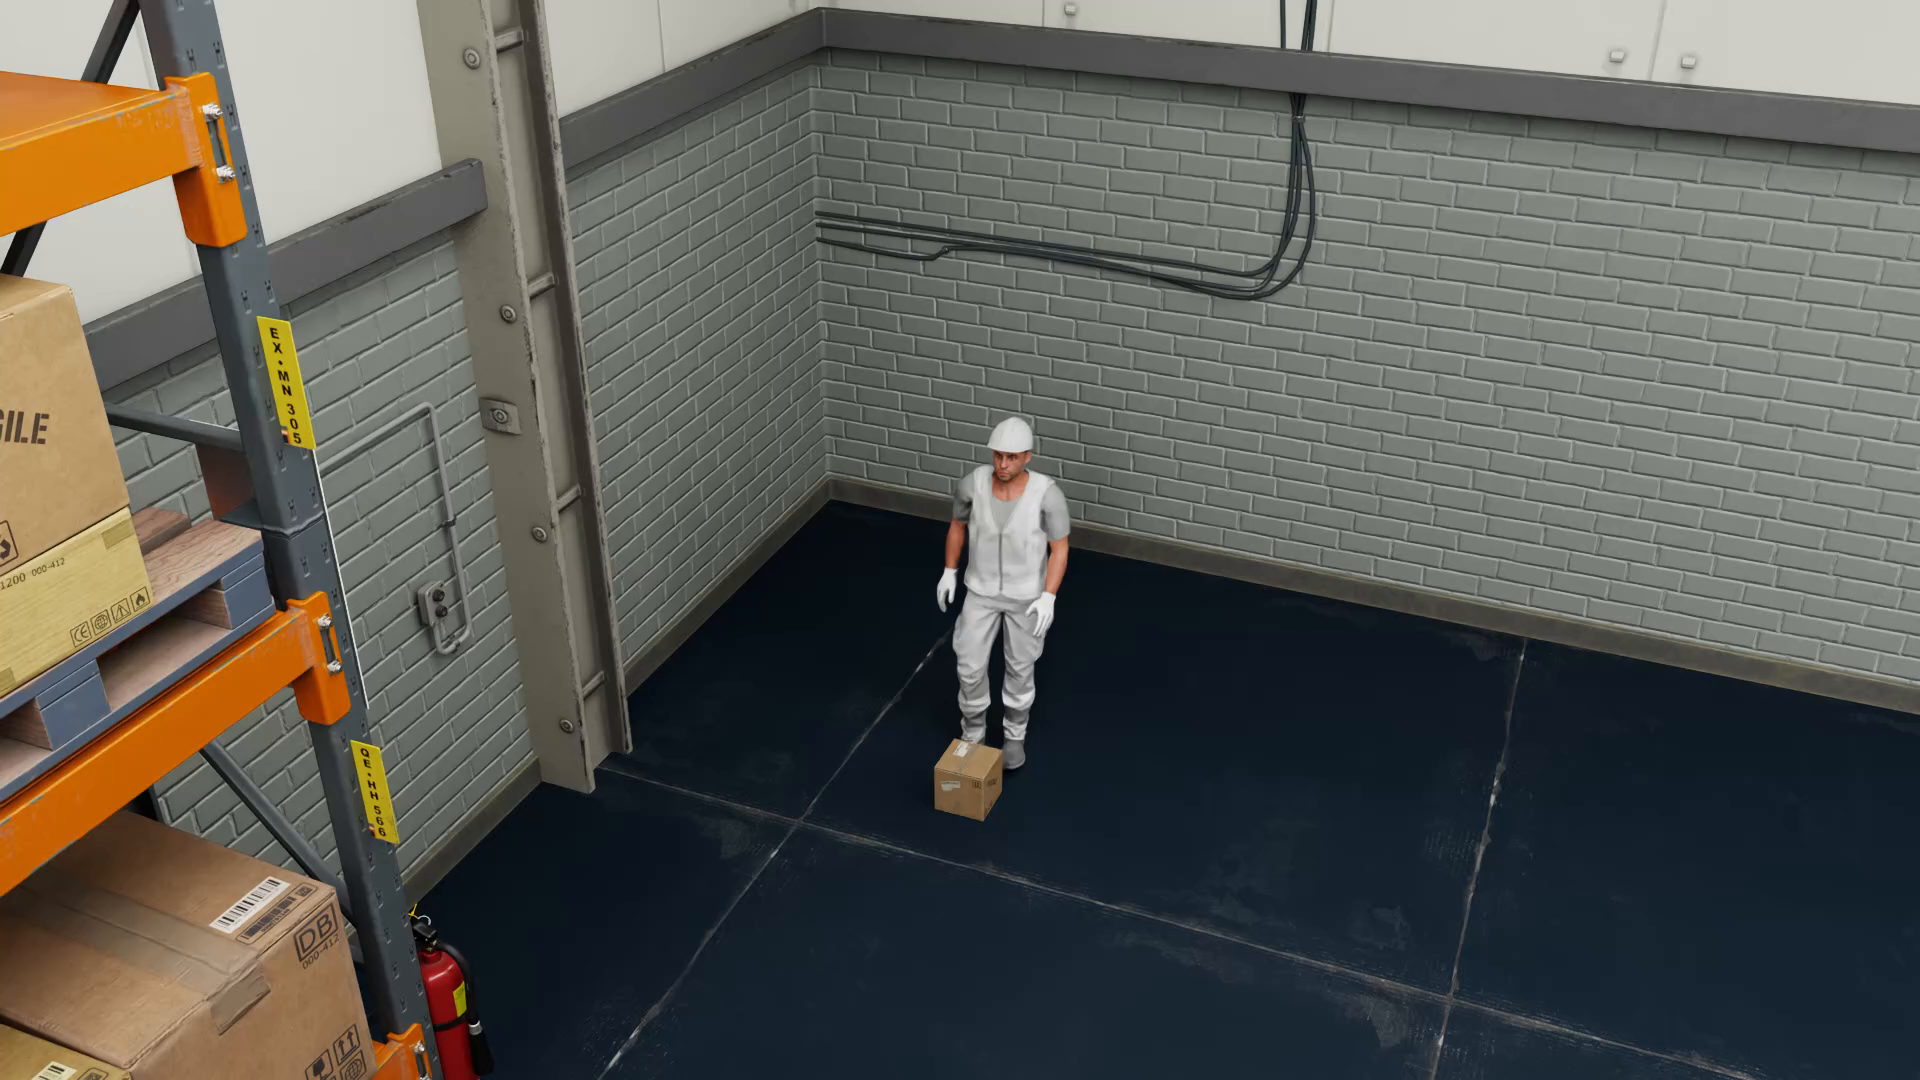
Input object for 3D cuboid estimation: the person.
[{"bbox_3d":[0.186,0.299,7.903,0.635,1.859,0.462,5,30,10],"label":"person"}]
